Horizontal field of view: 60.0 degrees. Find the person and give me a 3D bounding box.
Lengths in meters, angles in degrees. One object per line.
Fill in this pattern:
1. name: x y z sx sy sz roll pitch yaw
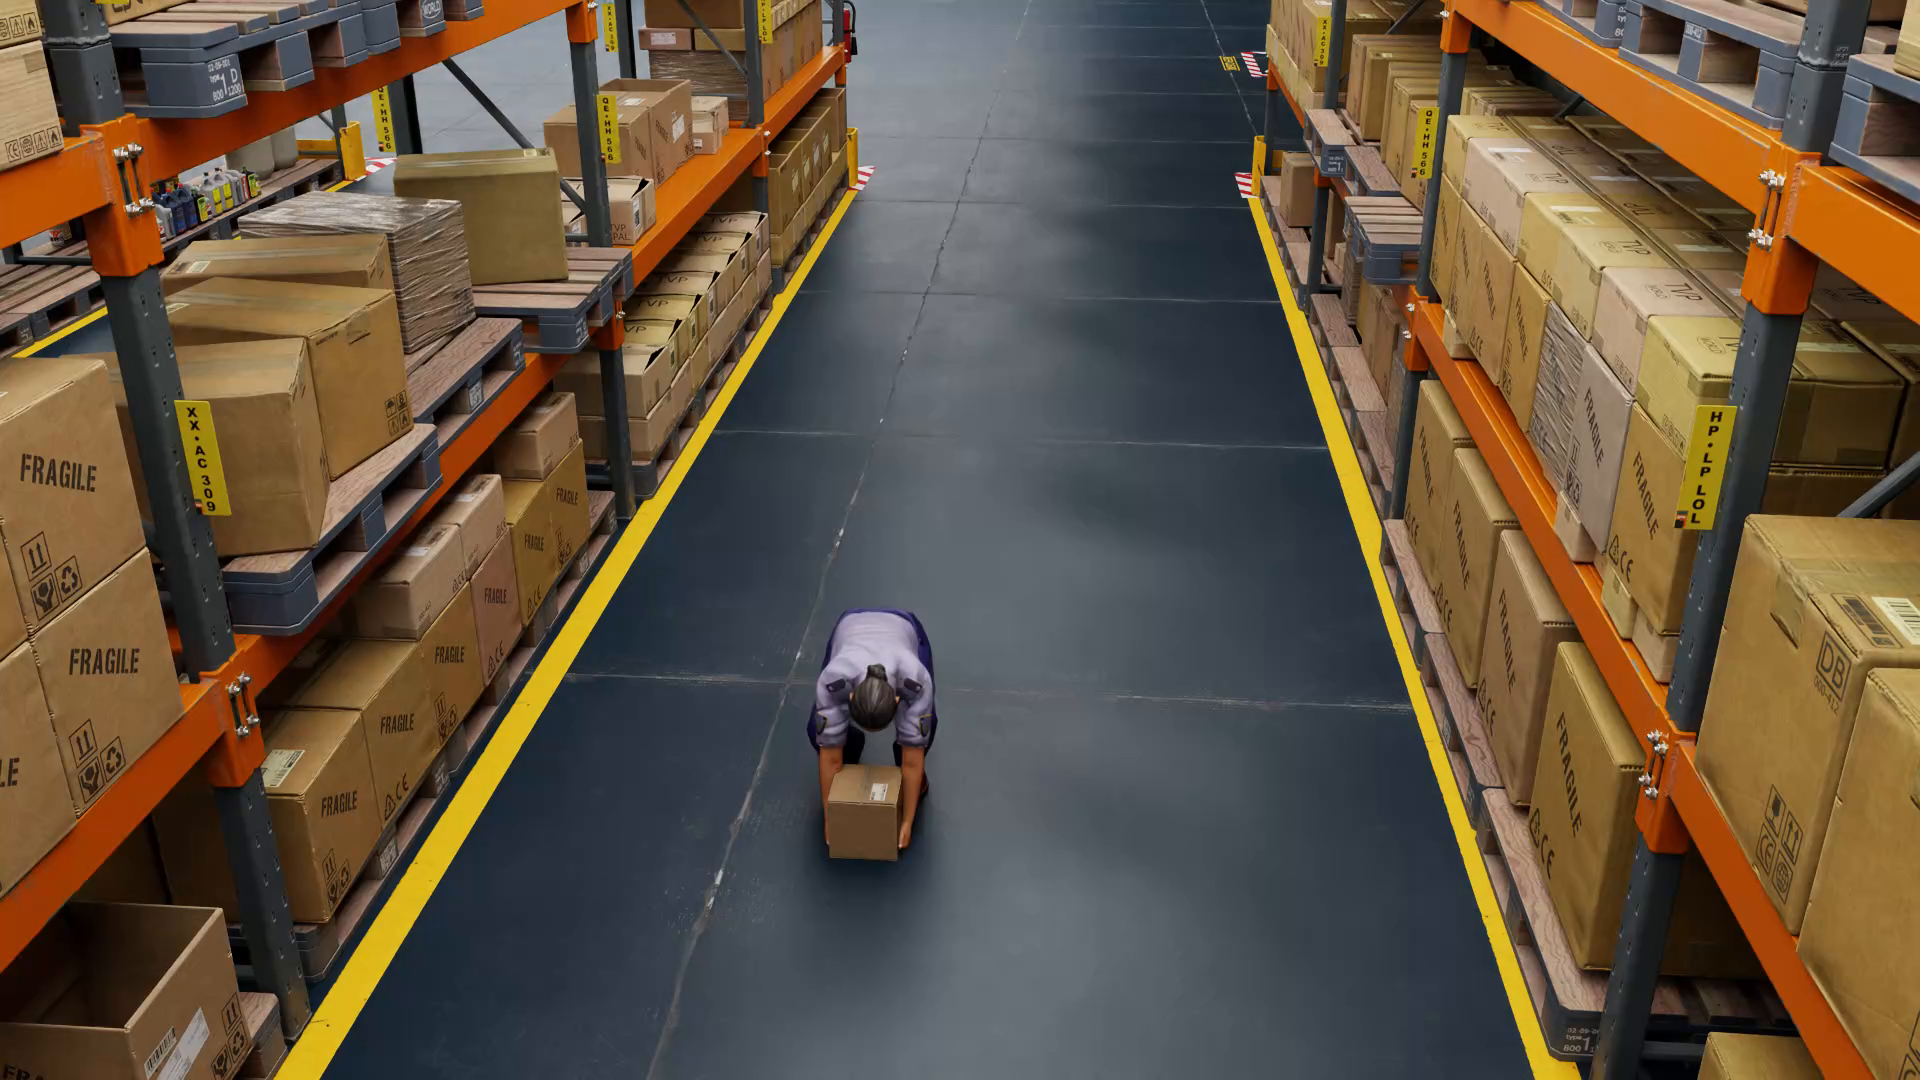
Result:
1. person: -0.326 0.664 6.299 0.495 0.744 0.892 1 25 3
